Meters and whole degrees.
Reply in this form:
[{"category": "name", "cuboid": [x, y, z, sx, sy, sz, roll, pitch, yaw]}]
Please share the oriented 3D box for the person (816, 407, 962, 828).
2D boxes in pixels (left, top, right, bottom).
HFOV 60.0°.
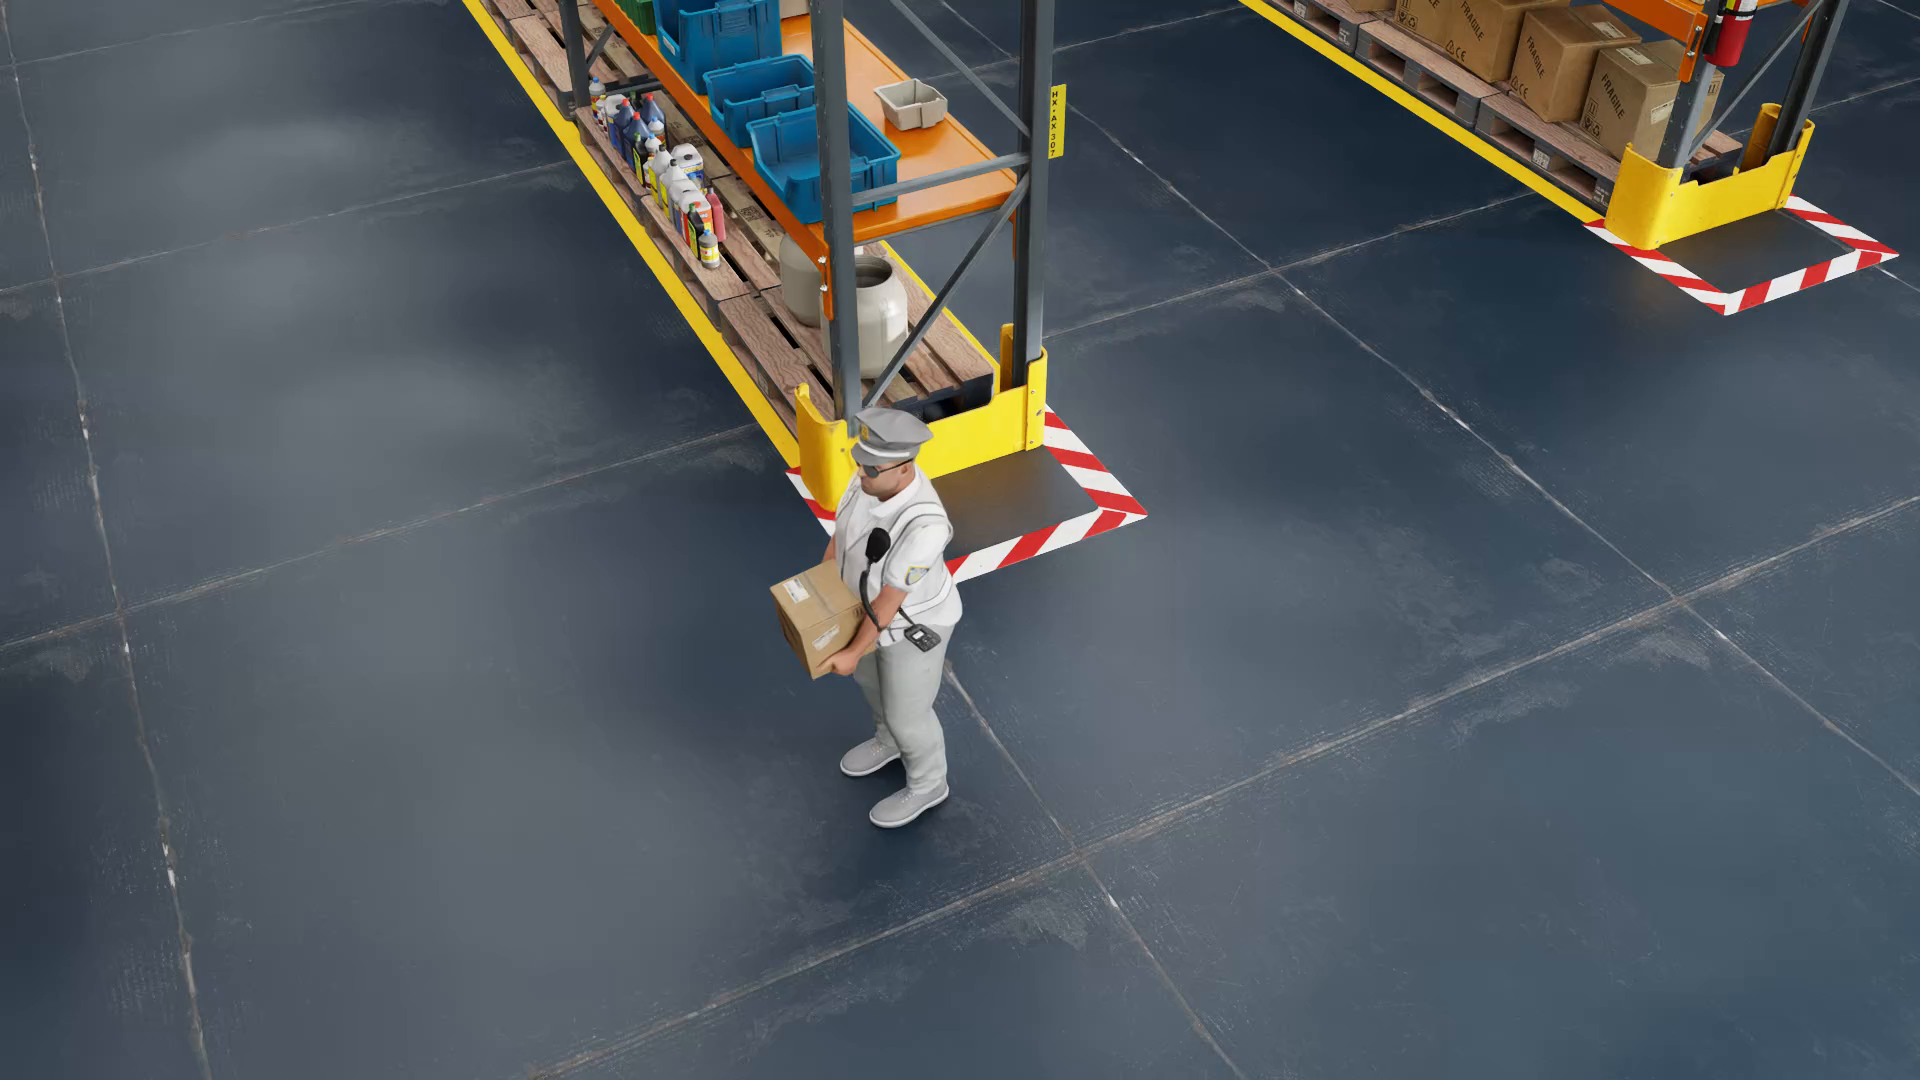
[{"category": "person", "cuboid": [-0.287, 0.290, 5.812, 0.575, 1.770, 0.490, -19, 45, -21]}]
